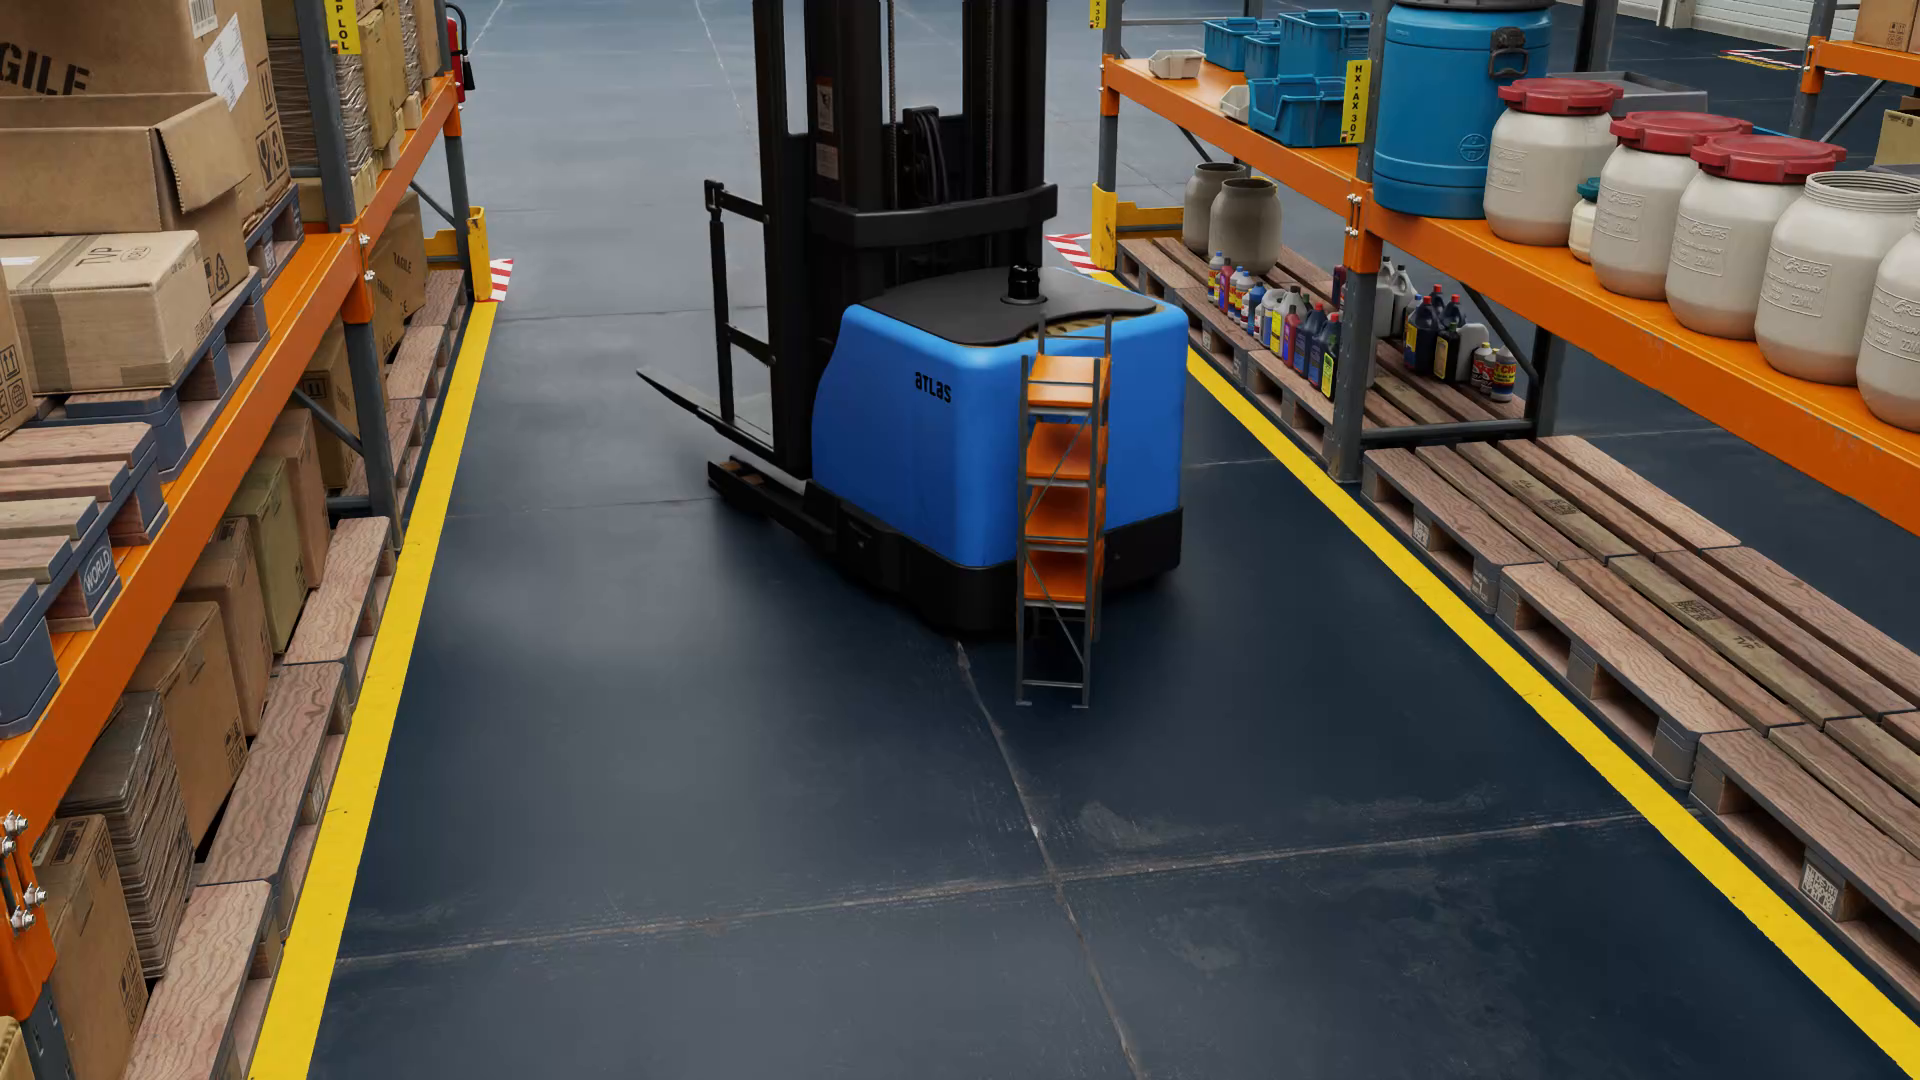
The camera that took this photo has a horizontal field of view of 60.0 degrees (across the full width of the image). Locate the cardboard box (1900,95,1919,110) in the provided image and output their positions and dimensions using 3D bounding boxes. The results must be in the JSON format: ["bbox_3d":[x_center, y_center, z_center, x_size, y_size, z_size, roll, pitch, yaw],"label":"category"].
[{"bbox_3d":[6.658,-2.700,11.157,0.500,0.500,0.500,-4,24,-10],"label":"cardboard box"}]

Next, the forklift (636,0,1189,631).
[{"bbox_3d":[-0.424,-1.556,6.650,1.130,2.935,3.031,-16,28,-32],"label":"forklift"}]

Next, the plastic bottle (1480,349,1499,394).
[{"bbox_3d":[2.490,-0.791,7.760,0.097,0.201,0.097,0,24,0],"label":"plastic bottle"}]

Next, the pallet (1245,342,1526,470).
[{"bbox_3d":[2.054,-0.663,8.005,1.003,0.211,1.213,-4,24,-10],"label":"pallet"}]

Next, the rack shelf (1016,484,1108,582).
[{"bbox_3d":[0.342,-0.036,5.502,0.258,0.148,0.480,4,24,8],"label":"rack shelf"}]

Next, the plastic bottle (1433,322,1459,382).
[{"bbox_3d":[2.318,-0.906,7.920,0.061,0.283,0.133,-4,24,-10],"label":"plastic bottle"}]

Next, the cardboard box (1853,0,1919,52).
[{"bbox_3d":[6.340,-3.474,10.831,0.700,0.500,0.500,-4,24,-10],"label":"cardboard box"}]

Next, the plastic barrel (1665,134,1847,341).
[{"bbox_3d":[2.314,-0.885,4.859,0.433,0.535,0.433,0,24,0],"label":"plastic barrel"}]

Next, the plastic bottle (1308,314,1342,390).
[{"bbox_3d":[1.735,-0.894,7.808,0.144,0.351,0.185,-5,24,-11],"label":"plastic bottle"}]

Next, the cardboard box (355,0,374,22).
[{"bbox_3d":[-2.658,-2.340,6.614,0.500,0.500,0.500,-4,24,-10],"label":"cardboard box"}]

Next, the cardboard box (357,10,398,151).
[{"bbox_3d":[-2.811,-1.870,6.788,0.875,0.500,0.500,-4,24,-10],"label":"cardboard box"}]

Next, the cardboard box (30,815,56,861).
[{"bbox_3d":[-2.144,0.605,3.254,0.500,0.250,0.500,-3,24,-8],"label":"cardboard box"}]

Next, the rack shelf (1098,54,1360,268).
[{"bbox_3d":[1.767,-2.131,8.780,1.077,0.370,4.000,-4,24,-10],"label":"rack shelf"}]

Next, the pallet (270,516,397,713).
[{"bbox_3d":[-2.585,0.277,5.853,1.003,0.211,1.213,-4,24,-10],"label":"pallet"}]

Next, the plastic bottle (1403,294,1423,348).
[{"bbox_3d":[2.297,-1.103,8.386,0.097,0.271,0.097,0,24,0],"label":"plastic bottle"}]

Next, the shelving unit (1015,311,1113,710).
[{"bbox_3d":[0.342,-0.098,5.475,0.258,1.200,0.503,4,24,8],"label":"shelving unit"}]

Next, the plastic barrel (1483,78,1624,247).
[{"bbox_3d":[2.098,-1.344,5.909,0.433,0.535,0.433,0,24,0],"label":"plastic barrel"}]

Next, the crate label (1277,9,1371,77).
[{"bbox_3d":[2.003,-2.560,8.819,0.502,0.435,0.616,-4,24,-10],"label":"crate label"}]

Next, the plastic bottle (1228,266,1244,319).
[{"bbox_3d":[1.490,-1.328,8.901,0.097,0.271,0.097,0,24,0],"label":"plastic bottle"}]

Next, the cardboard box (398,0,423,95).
[{"bbox_3d":[-3.135,-2.457,8.131,0.875,0.500,0.500,-4,24,-10],"label":"cardboard box"}]

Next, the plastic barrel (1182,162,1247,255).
[{"bbox_3d":[1.594,-2.046,10.272,0.421,0.512,0.421,0,24,0],"label":"plastic barrel"}]

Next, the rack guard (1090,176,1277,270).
[{"bbox_3d":[1.458,-2.075,10.877,1.175,0.500,0.348,-4,24,-10],"label":"rack guard"}]

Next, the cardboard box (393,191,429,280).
[{"bbox_3d":[-3.371,-1.681,9.449,0.500,0.500,0.500,0,24,0],"label":"cardboard box"}]

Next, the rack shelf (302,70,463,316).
[{"bbox_3d":[-3.100,-1.764,7.941,1.077,0.370,4.000,-4,24,-10],"label":"rack shelf"}]

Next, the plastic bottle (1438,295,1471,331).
[{"bbox_3d":[2.396,-1.010,8.074,0.144,0.351,0.185,-4,24,-8],"label":"plastic bottle"}]

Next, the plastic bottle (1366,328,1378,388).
[{"bbox_3d":[1.876,-0.904,7.833,0.144,0.351,0.185,-4,24,-10],"label":"plastic bottle"}]

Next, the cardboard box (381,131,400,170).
[{"bbox_3d":[-2.643,-1.694,7.194,0.380,0.149,0.250,-4,24,-10],"label":"cardboard box"}]

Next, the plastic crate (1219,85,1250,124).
[{"bbox_3d":[1.588,-2.173,8.307,0.530,0.136,0.437,-4,24,-10],"label":"plastic crate"}]

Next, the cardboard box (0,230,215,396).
[{"bbox_3d":[-2.075,-0.534,3.888,0.500,0.250,0.500,-5,24,-11],"label":"cardboard box"}]

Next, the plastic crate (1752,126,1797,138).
[{"bbox_3d":[2.647,-1.256,5.897,0.392,0.384,0.575,-4,24,-10],"label":"plastic crate"}]

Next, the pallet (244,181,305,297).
[{"bbox_3d":[-2.732,-0.908,5.321,1.003,0.211,1.213,-4,24,-10],"label":"pallet"}]

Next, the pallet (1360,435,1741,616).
[{"bbox_3d":[2.320,-0.090,6.692,1.003,0.211,1.213,-4,24,-10],"label":"pallet"}]

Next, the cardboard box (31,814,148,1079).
[{"bbox_3d":[-2.134,0.948,3.405,0.700,0.500,0.500,-6,24,-13],"label":"cardboard box"}]

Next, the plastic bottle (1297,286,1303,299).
[{"bbox_3d":[1.718,-1.138,8.451,0.061,0.283,0.133,-4,24,-10],"label":"plastic bottle"}]

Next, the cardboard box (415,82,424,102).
[{"bbox_3d":[-3.041,-2.376,8.757,0.380,0.149,0.250,-4,24,-10],"label":"cardboard box"}]

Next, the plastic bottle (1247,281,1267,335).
[{"bbox_3d":[1.546,-1.209,8.628,0.097,0.271,0.097,0,24,0],"label":"plastic bottle"}]

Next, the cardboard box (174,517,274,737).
[{"bbox_3d":[-2.465,0.289,4.915,0.700,0.500,0.500,-6,24,-14],"label":"cardboard box"}]

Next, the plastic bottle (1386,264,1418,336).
[{"bbox_3d":[2.282,-1.251,8.627,0.144,0.351,0.185,-4,24,-10],"label":"plastic bottle"}]

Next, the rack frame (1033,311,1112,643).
[{"bbox_3d":[0.379,-0.194,5.696,0.240,1.200,0.015,4,24,8],"label":"rack frame"}]

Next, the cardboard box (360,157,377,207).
[{"bbox_3d":[-2.508,-1.398,6.518,0.380,0.149,0.250,-4,24,-10],"label":"cardboard box"}]

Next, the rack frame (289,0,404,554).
[{"bbox_3d":[-2.731,-1.307,5.996,1.000,3.000,0.127,-4,24,-10],"label":"rack frame"}]

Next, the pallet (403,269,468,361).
[{"bbox_3d":[-3.341,-1.251,9.350,1.003,0.211,1.213,-4,24,-10],"label":"pallet"}]

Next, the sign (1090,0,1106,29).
[{"bbox_3d":[0.856,-3.335,10.293,0.100,0.325,0.005,-4,24,-10],"label":"sign"}]

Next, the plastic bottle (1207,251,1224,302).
[{"bbox_3d":[1.426,-1.462,9.210,0.097,0.271,0.097,0,24,0],"label":"plastic bottle"}]

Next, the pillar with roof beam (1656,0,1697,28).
[{"bbox_3d":[5.663,-10.920,20.509,9.100,9.000,0.400,-4,24,-10],"label":"pillar with roof beam"}]

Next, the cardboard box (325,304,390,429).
[{"bbox_3d":[-2.879,-0.739,7.293,0.500,0.500,0.500,3,24,7],"label":"cardboard box"}]

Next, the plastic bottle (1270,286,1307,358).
[{"bbox_3d":[1.639,-1.096,8.272,0.144,0.351,0.185,-4,24,-10],"label":"plastic bottle"}]
